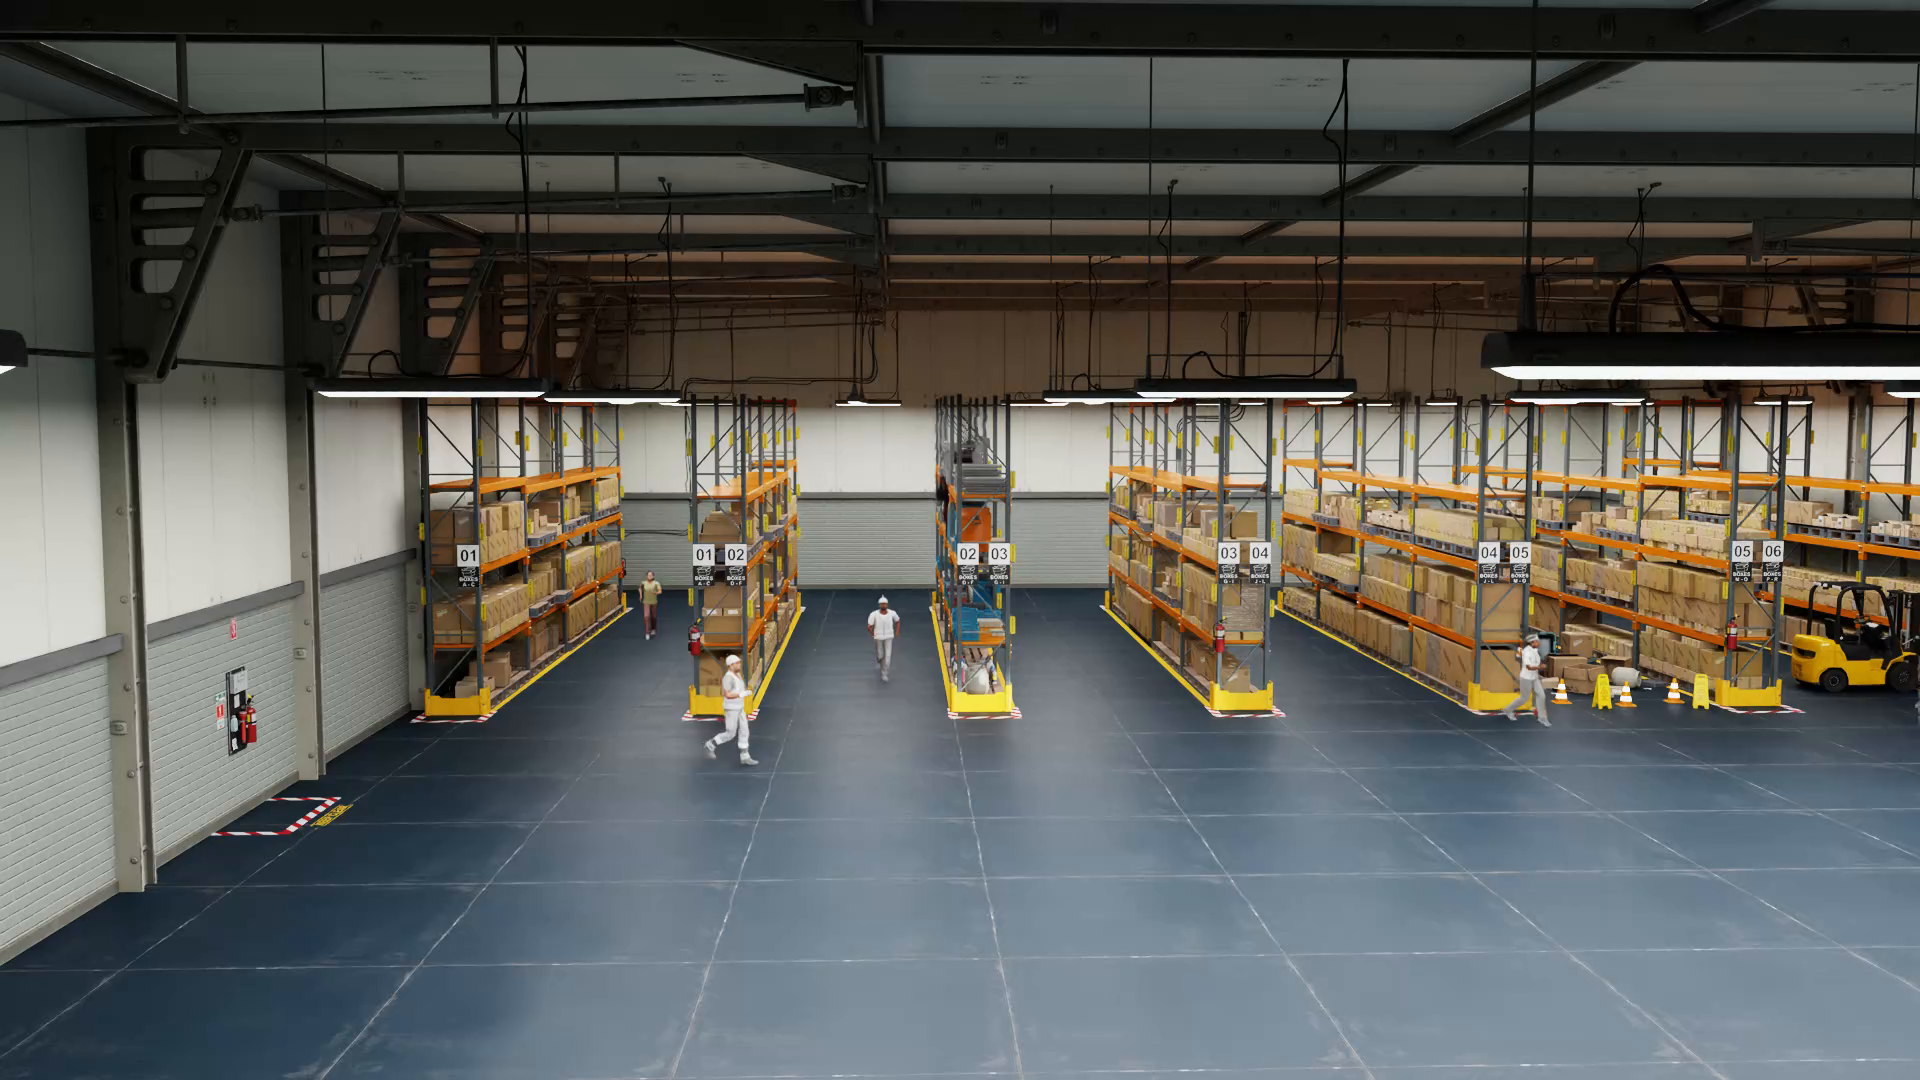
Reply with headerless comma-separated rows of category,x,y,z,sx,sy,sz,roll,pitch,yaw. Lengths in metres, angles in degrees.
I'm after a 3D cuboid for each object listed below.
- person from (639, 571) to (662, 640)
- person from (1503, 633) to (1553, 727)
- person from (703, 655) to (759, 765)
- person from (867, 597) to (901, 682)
person,-7.720,1.600,41.477,0.568,1.678,0.940,-1,5,-9
person,10.292,2.531,30.157,0.898,1.729,0.615,3,5,32
person,-3.672,2.709,26.673,0.908,1.751,0.668,1,5,13
person,-1.608,2.088,35.348,0.712,1.745,0.860,0,5,-5
